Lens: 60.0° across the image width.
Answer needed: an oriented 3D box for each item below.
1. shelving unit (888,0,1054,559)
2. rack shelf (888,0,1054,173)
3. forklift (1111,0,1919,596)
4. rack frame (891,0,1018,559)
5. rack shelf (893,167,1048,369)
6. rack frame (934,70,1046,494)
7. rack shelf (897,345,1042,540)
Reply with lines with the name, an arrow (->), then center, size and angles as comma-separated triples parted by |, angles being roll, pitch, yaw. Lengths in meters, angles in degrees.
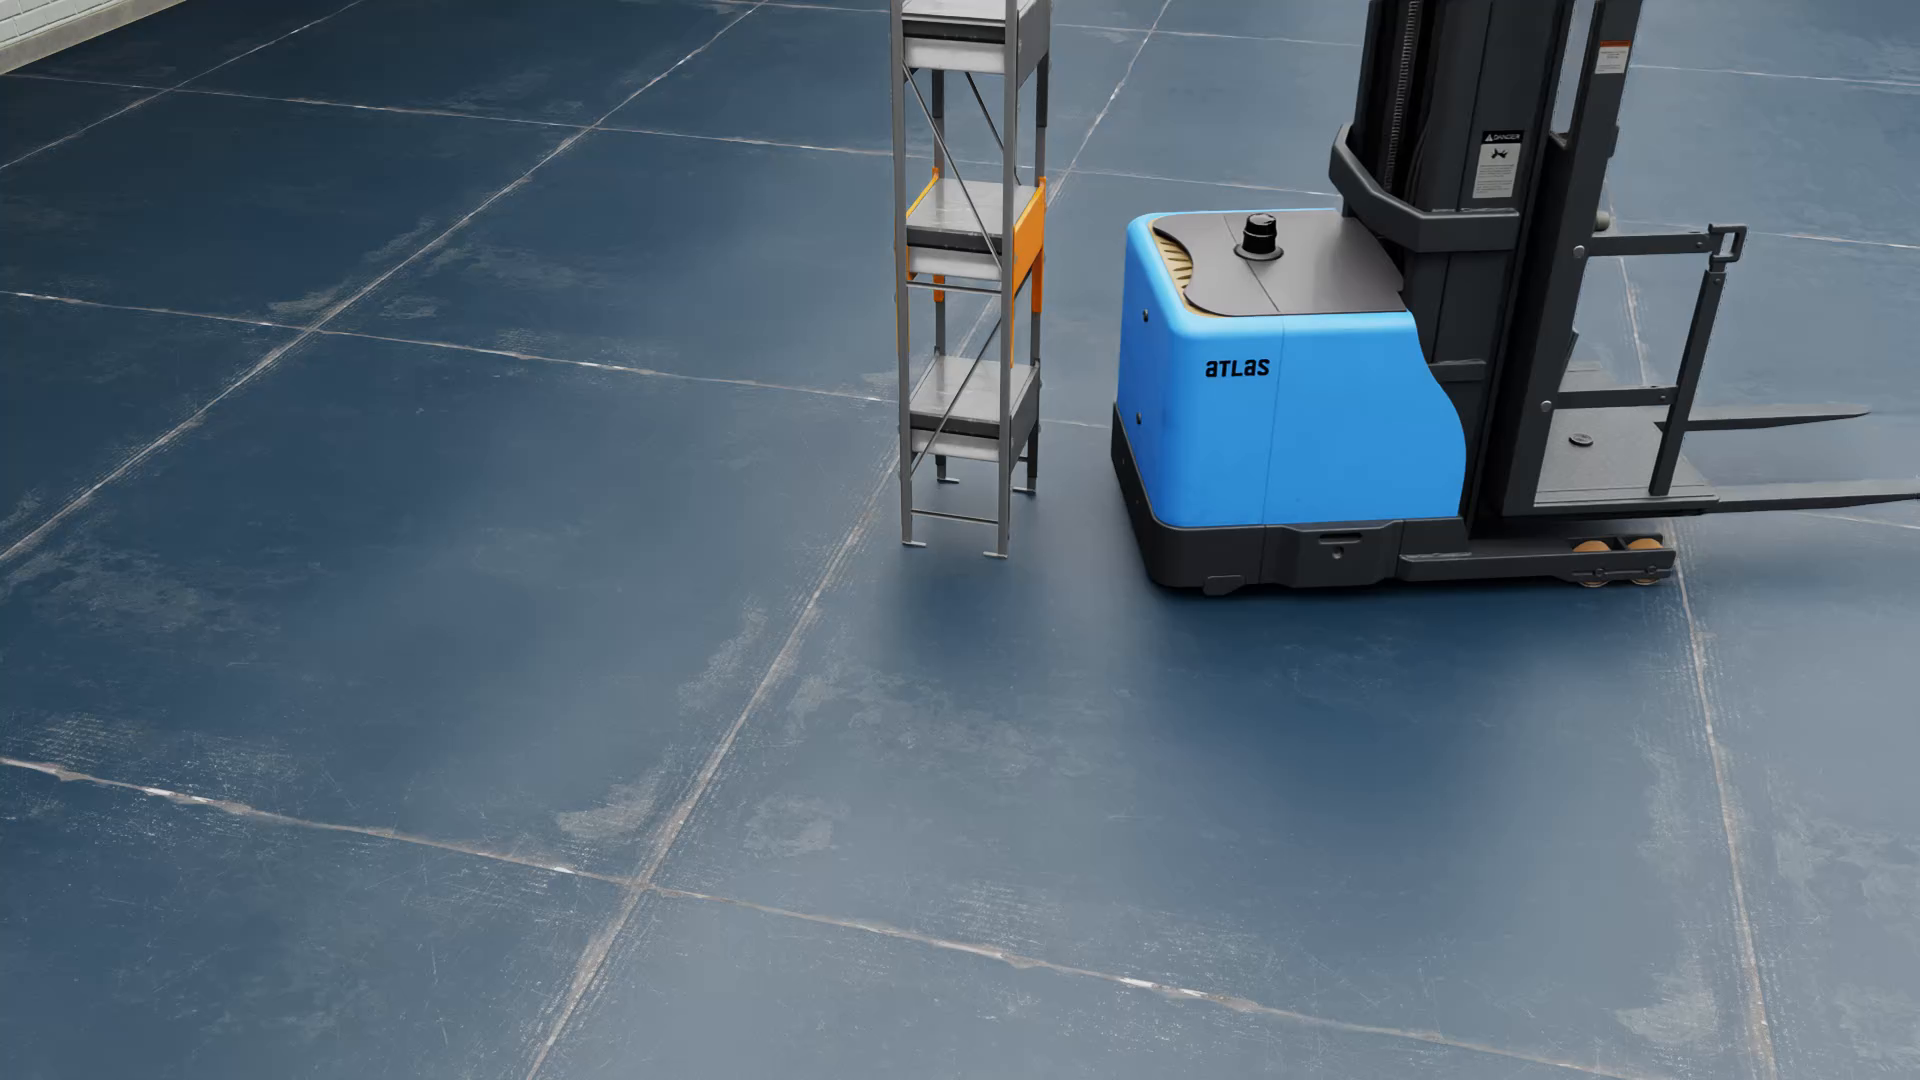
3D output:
shelving unit -> 0.042, -0.972, 5.822 | 0.431, 2.100, 0.503 | 8, 33, 12
rack shelf -> 0.042, -1.551, 5.454 | 0.431, 0.518, 0.480 | 8, 33, 12
forklift -> 2.146, -1.348, 5.639 | 3.031, 2.935, 1.130 | -2, 33, -4
rack frame -> -0.020, -0.845, 5.623 | 0.400, 2.100, 0.015 | 8, 33, 12
rack shelf -> 0.042, -0.960, 5.829 | 0.431, 0.518, 0.480 | 8, 33, 12
rack frame -> 0.104, -1.099, 6.021 | 0.400, 2.100, 0.015 | 8, 33, 12
rack shelf -> 0.042, -0.370, 6.205 | 0.431, 0.518, 0.480 | 8, 33, 12
